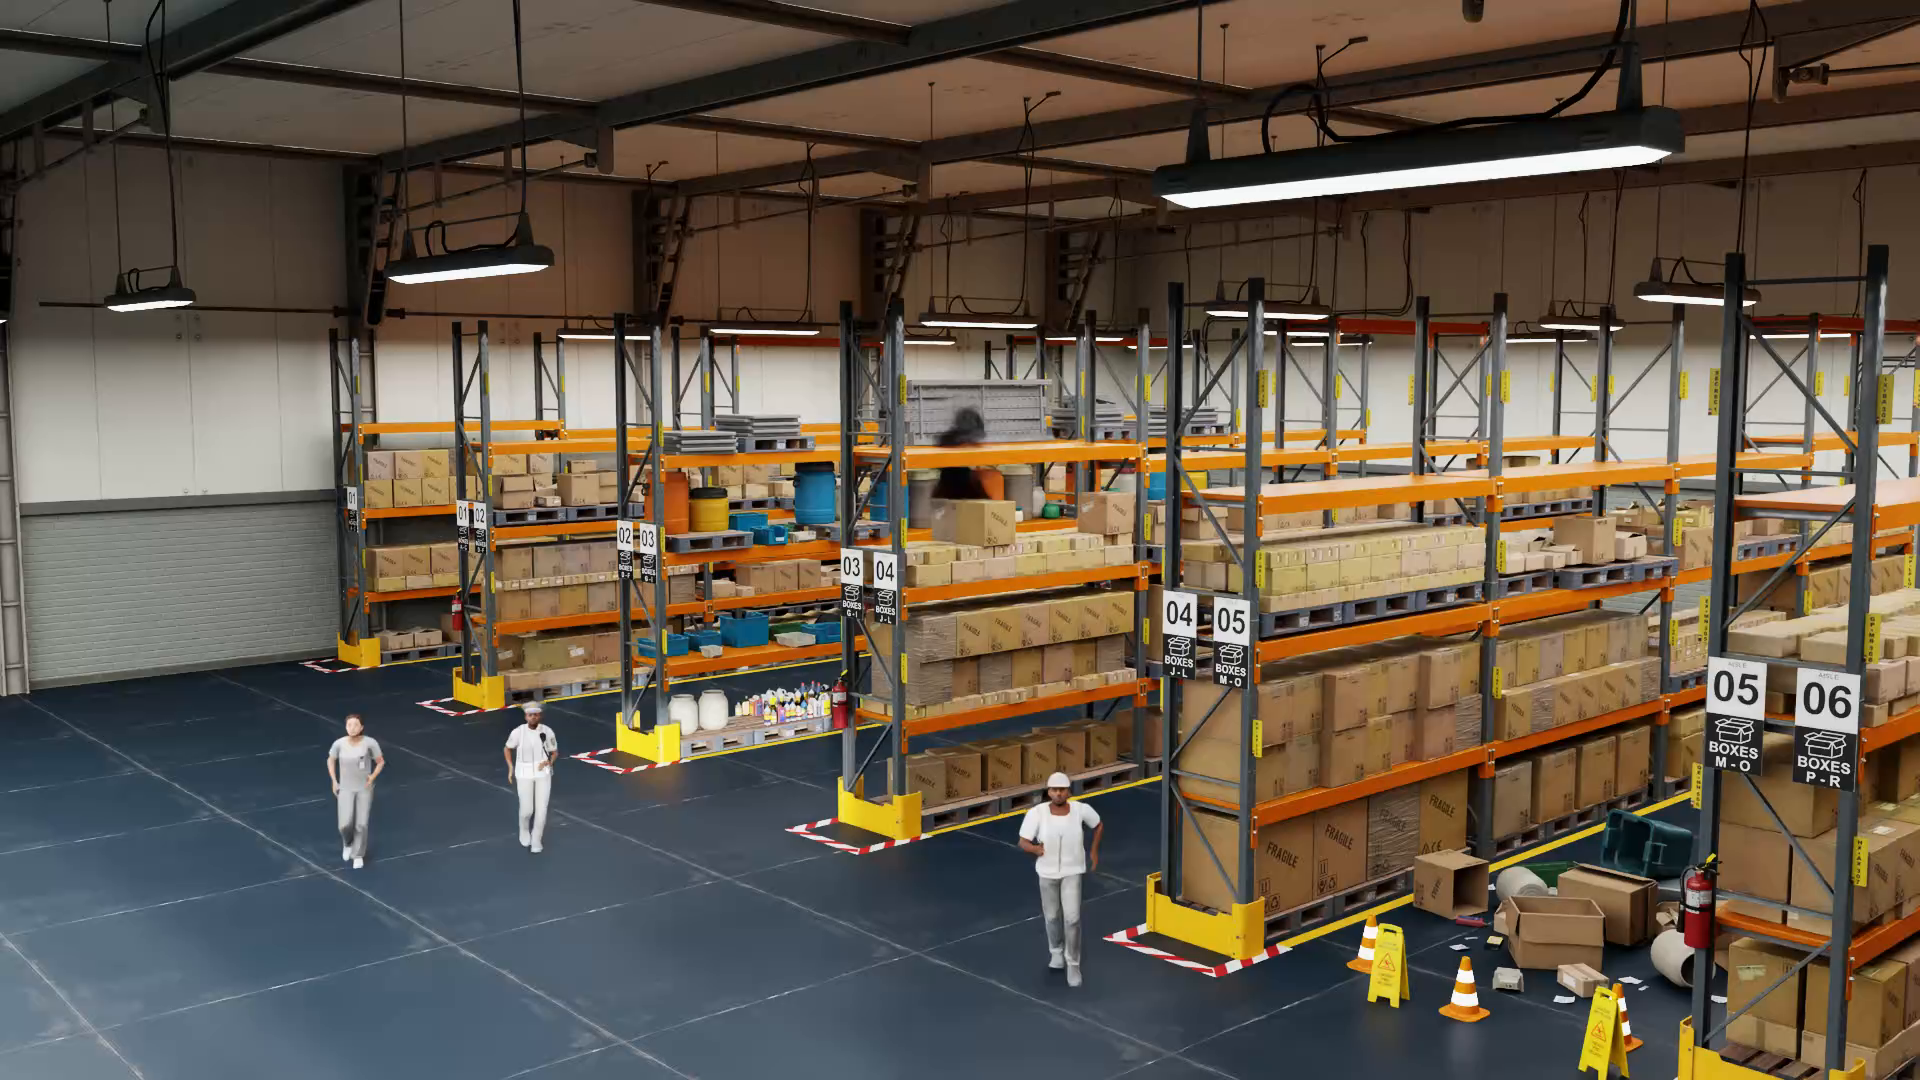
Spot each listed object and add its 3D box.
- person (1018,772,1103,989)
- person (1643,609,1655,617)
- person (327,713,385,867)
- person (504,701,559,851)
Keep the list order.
[{"bbox_3d":[0.850,2.882,14.235,0.710,1.805,0.717,1,6,8],"label":"person"},{"bbox_3d":[10.147,1.887,24.504,0.639,1.750,0.707,-4,7,-36],"label":"person"},{"bbox_3d":[-6.335,2.629,17.458,0.576,1.638,0.549,-2,6,-17],"label":"person"},{"bbox_3d":[-4.616,2.562,17.947,0.549,1.659,0.561,-2,6,-19],"label":"person"}]
